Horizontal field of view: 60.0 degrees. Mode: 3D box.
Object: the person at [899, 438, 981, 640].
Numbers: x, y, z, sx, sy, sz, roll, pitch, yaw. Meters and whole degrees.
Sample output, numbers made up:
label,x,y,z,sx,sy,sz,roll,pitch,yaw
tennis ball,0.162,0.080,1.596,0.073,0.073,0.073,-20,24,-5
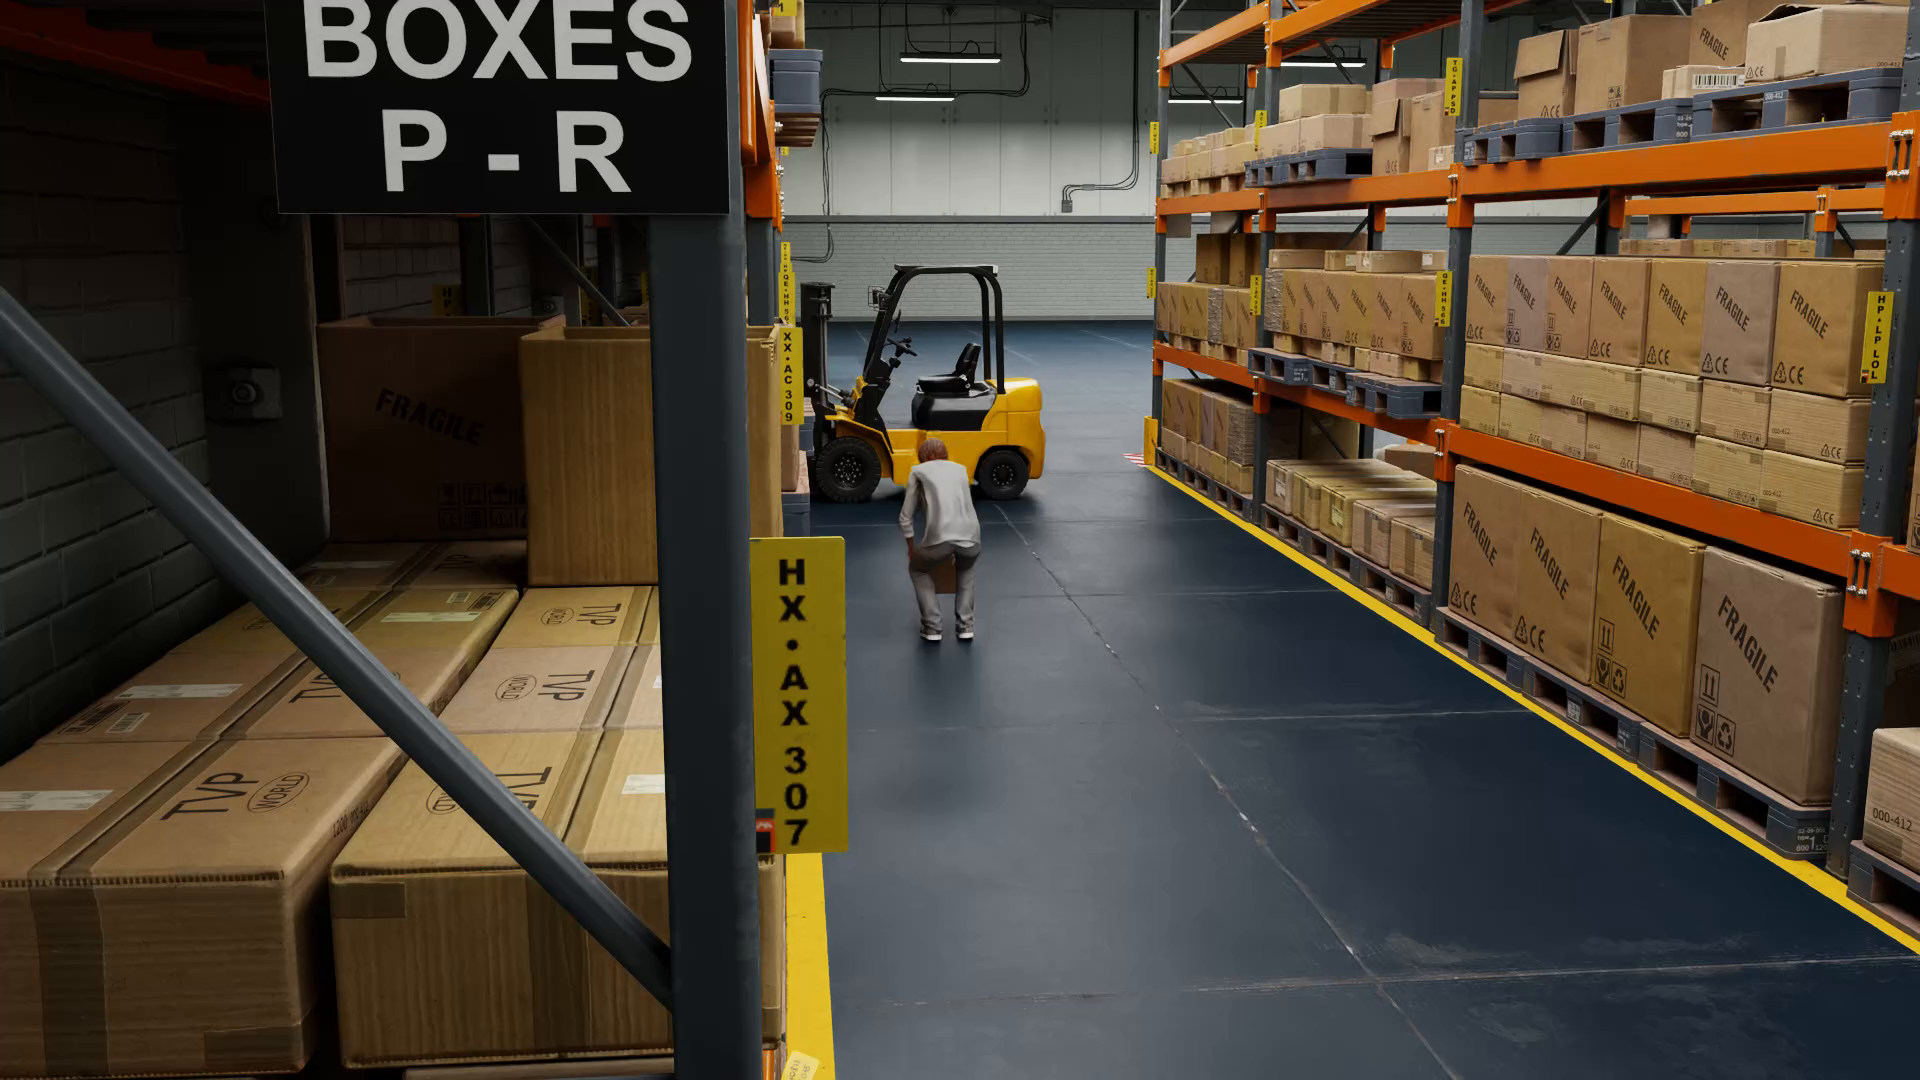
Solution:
label,x,y,z,sx,sy,sz,roll,pitch,yaw
person,-0.119,0.011,10.076,0.462,1.175,0.710,-2,10,-10
